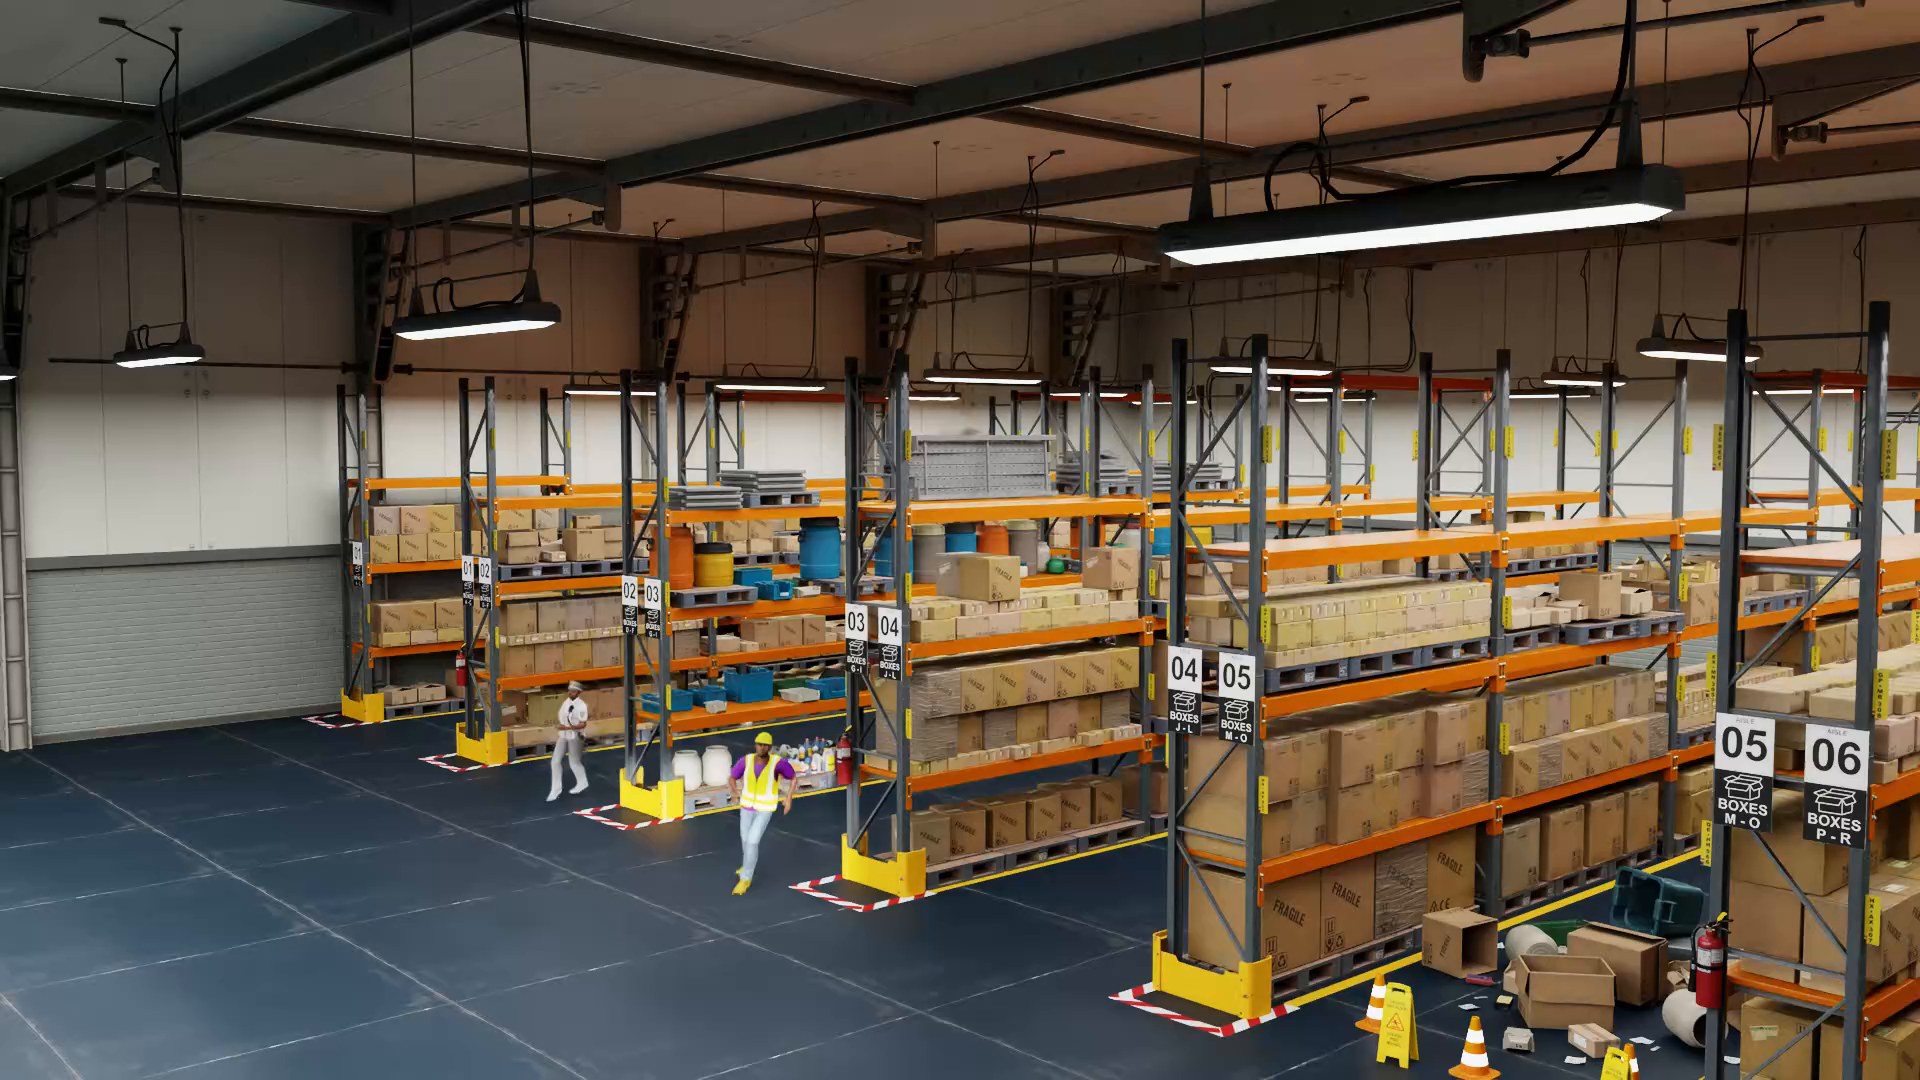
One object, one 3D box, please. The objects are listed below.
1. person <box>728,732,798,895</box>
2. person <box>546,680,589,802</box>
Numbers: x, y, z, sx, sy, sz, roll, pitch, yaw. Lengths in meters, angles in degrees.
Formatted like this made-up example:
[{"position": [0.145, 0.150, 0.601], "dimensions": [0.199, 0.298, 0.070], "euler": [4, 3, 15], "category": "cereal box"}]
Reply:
[{"position": [-2.282, 3.057, 18.832], "dimensions": [0.759, 1.785, 0.836], "euler": [1, 4, 16], "category": "person"}, {"position": [-5.410, 2.812, 23.352], "dimensions": [0.567, 1.731, 0.683], "euler": [2, 4, 28], "category": "person"}]
